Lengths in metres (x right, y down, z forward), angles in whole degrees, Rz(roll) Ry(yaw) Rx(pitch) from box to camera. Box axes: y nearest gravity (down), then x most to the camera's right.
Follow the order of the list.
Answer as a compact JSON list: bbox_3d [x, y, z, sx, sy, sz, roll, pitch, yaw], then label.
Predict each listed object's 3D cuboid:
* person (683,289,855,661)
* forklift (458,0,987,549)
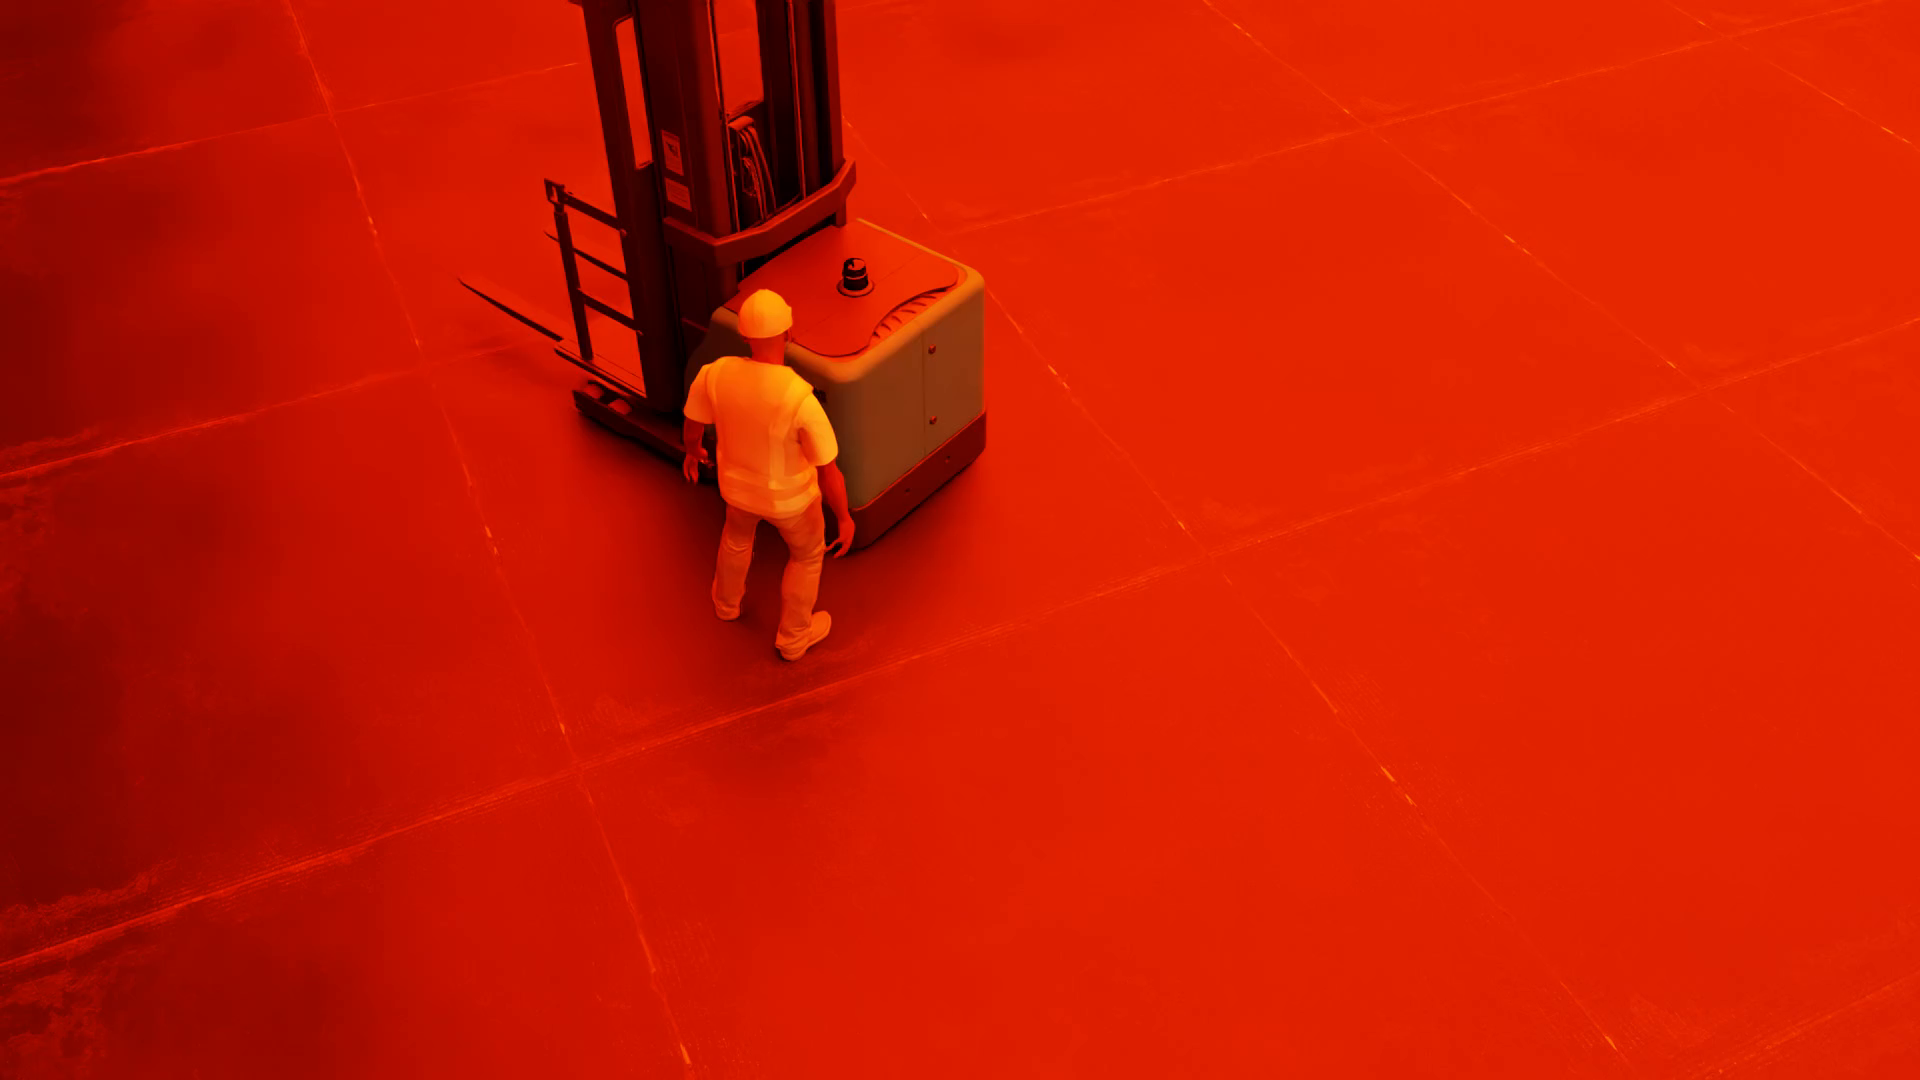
[{"bbox_3d":[-0.772,-0.261,6.836,0.850,1.735,0.431,17,46,18],"label":"person"},{"bbox_3d":[-1.338,-1.869,7.683,3.031,2.935,1.130,29,50,27],"label":"forklift"}]
